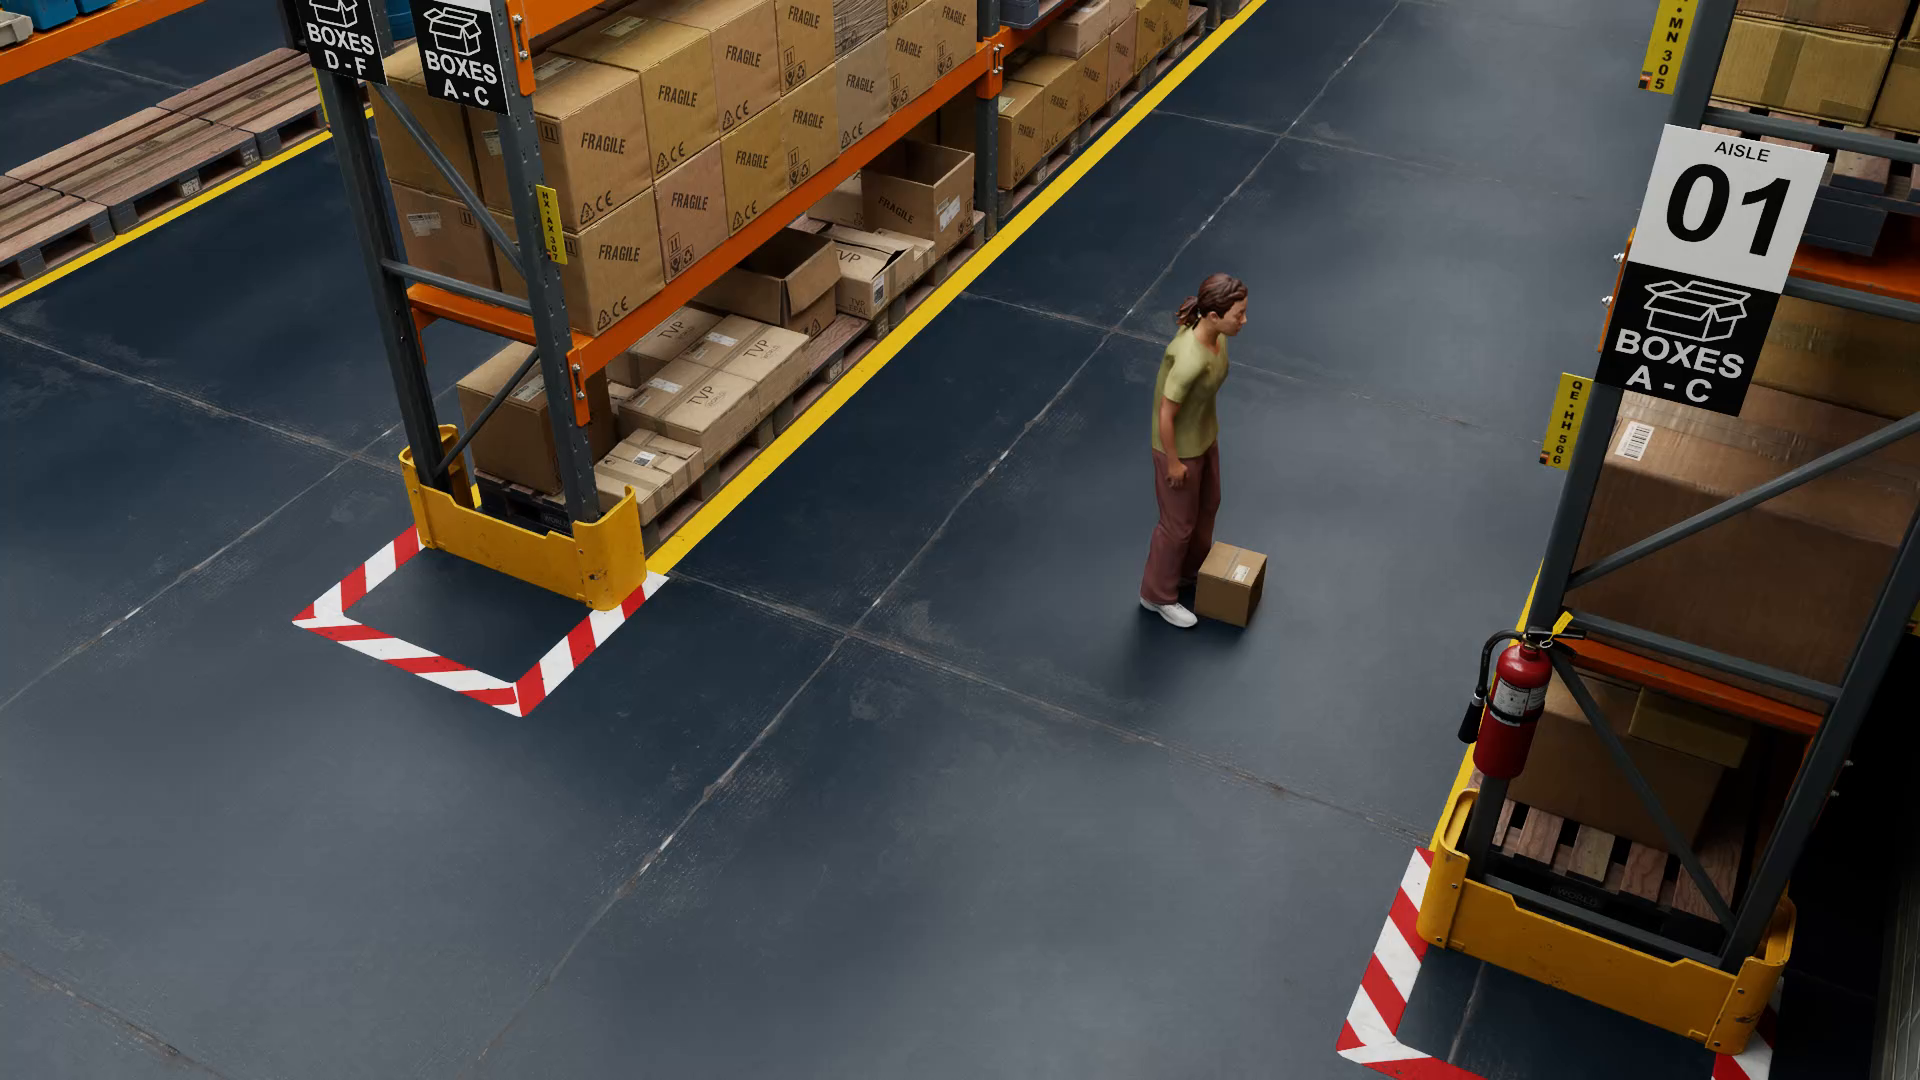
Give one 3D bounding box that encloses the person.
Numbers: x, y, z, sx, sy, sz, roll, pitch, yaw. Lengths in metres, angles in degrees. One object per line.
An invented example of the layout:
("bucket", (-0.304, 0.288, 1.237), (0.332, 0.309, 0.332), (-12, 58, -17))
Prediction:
("person", (1.042, -0.414, 7.277), (0.405, 1.673, 0.502), (17, 41, 21))
